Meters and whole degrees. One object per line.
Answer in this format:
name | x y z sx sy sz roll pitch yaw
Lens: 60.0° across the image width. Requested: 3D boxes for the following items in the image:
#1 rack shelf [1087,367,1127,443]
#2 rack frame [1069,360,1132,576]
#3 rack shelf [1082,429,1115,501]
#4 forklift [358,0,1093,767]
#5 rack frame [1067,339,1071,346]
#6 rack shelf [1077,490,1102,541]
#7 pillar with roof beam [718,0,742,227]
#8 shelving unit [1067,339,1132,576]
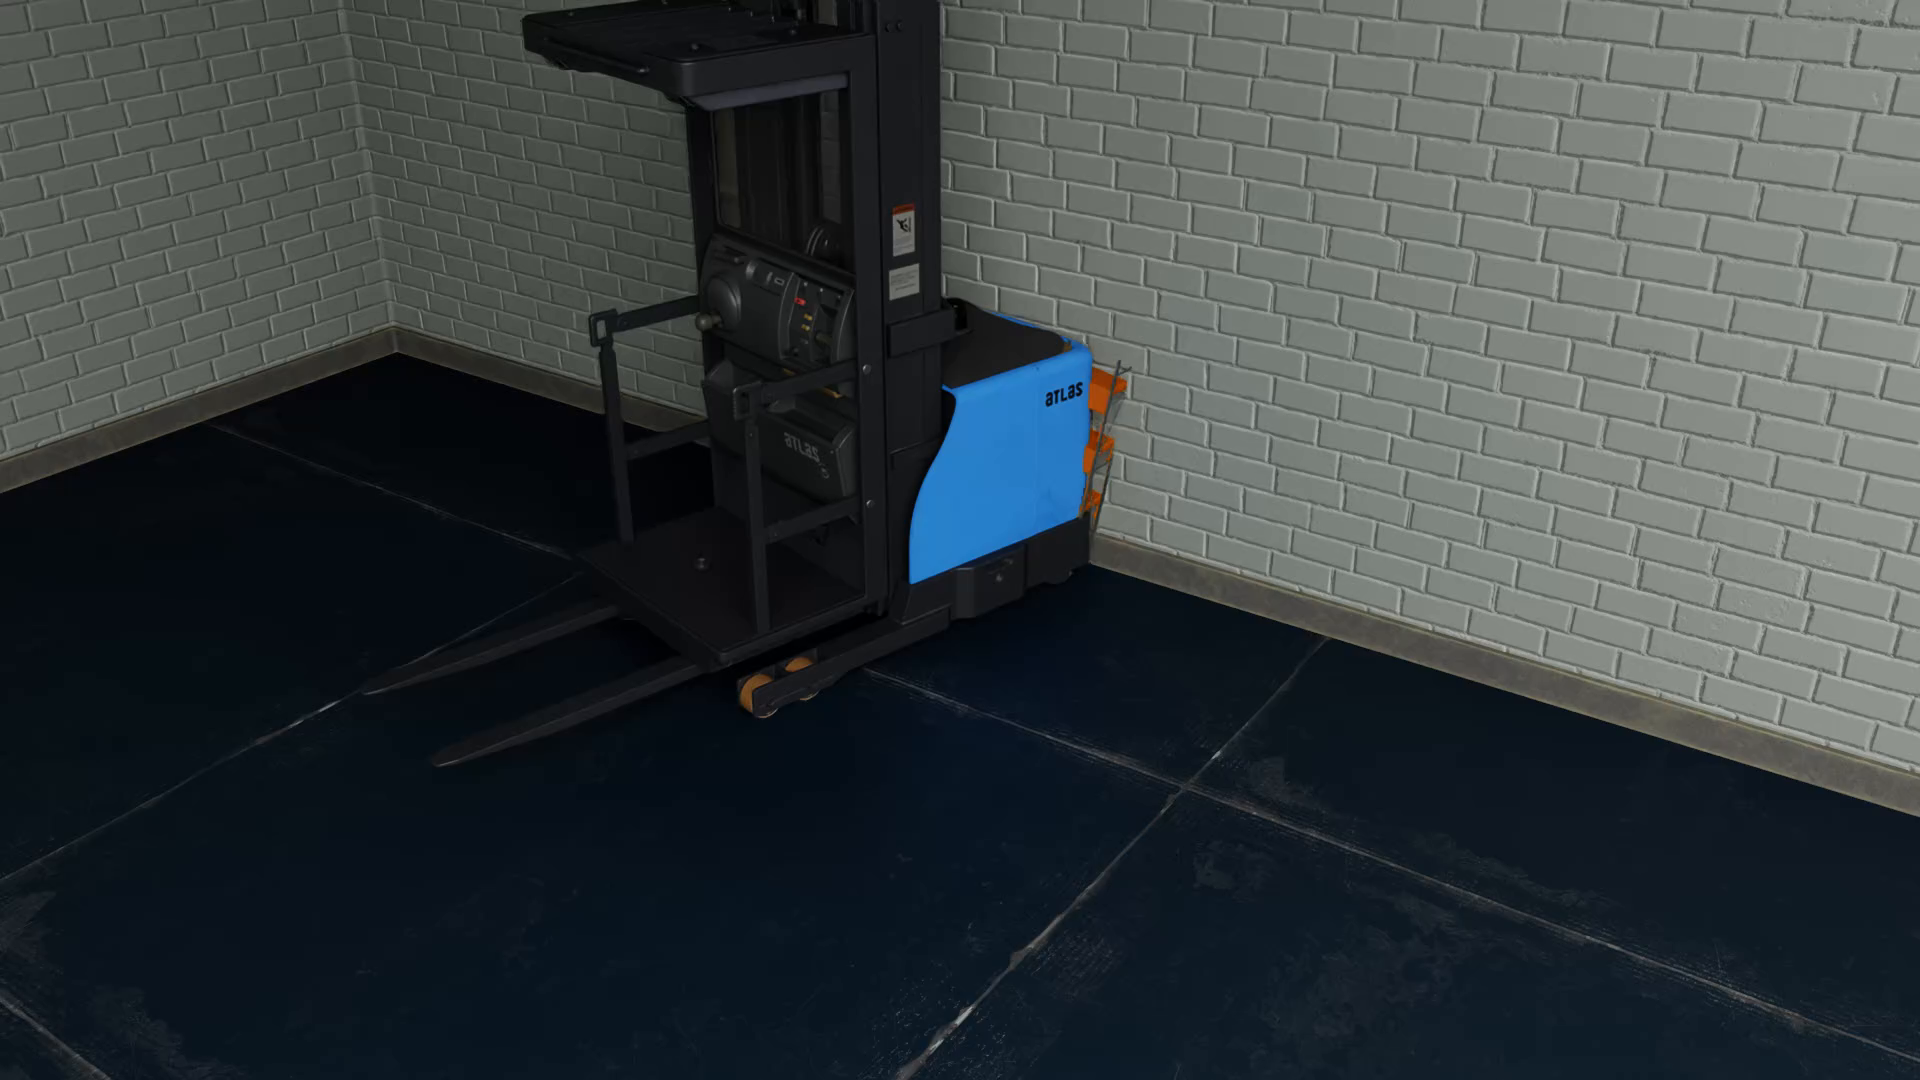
rack shelf | 0.565 -0.604 7.135 0.240 0.259 0.215 25 31 24
rack frame | 0.617 -0.320 7.214 0.008 1.050 0.200 25 31 24
rack shelf | 0.515 -0.359 7.268 0.240 0.259 0.215 25 31 24
forklift | -0.872 -0.890 6.267 3.031 2.935 1.130 -21 34 -36
rack frame | 0.416 -0.416 7.313 0.008 1.050 0.200 25 31 24
rack shelf | 0.465 -0.118 7.399 0.240 0.259 0.215 25 31 24
pillar with roof beam | -3.427 -2.721 3.175 0.400 9.000 9.100 17 32 30
shelving unit | 0.517 -0.368 7.263 0.252 1.050 0.215 25 31 24
